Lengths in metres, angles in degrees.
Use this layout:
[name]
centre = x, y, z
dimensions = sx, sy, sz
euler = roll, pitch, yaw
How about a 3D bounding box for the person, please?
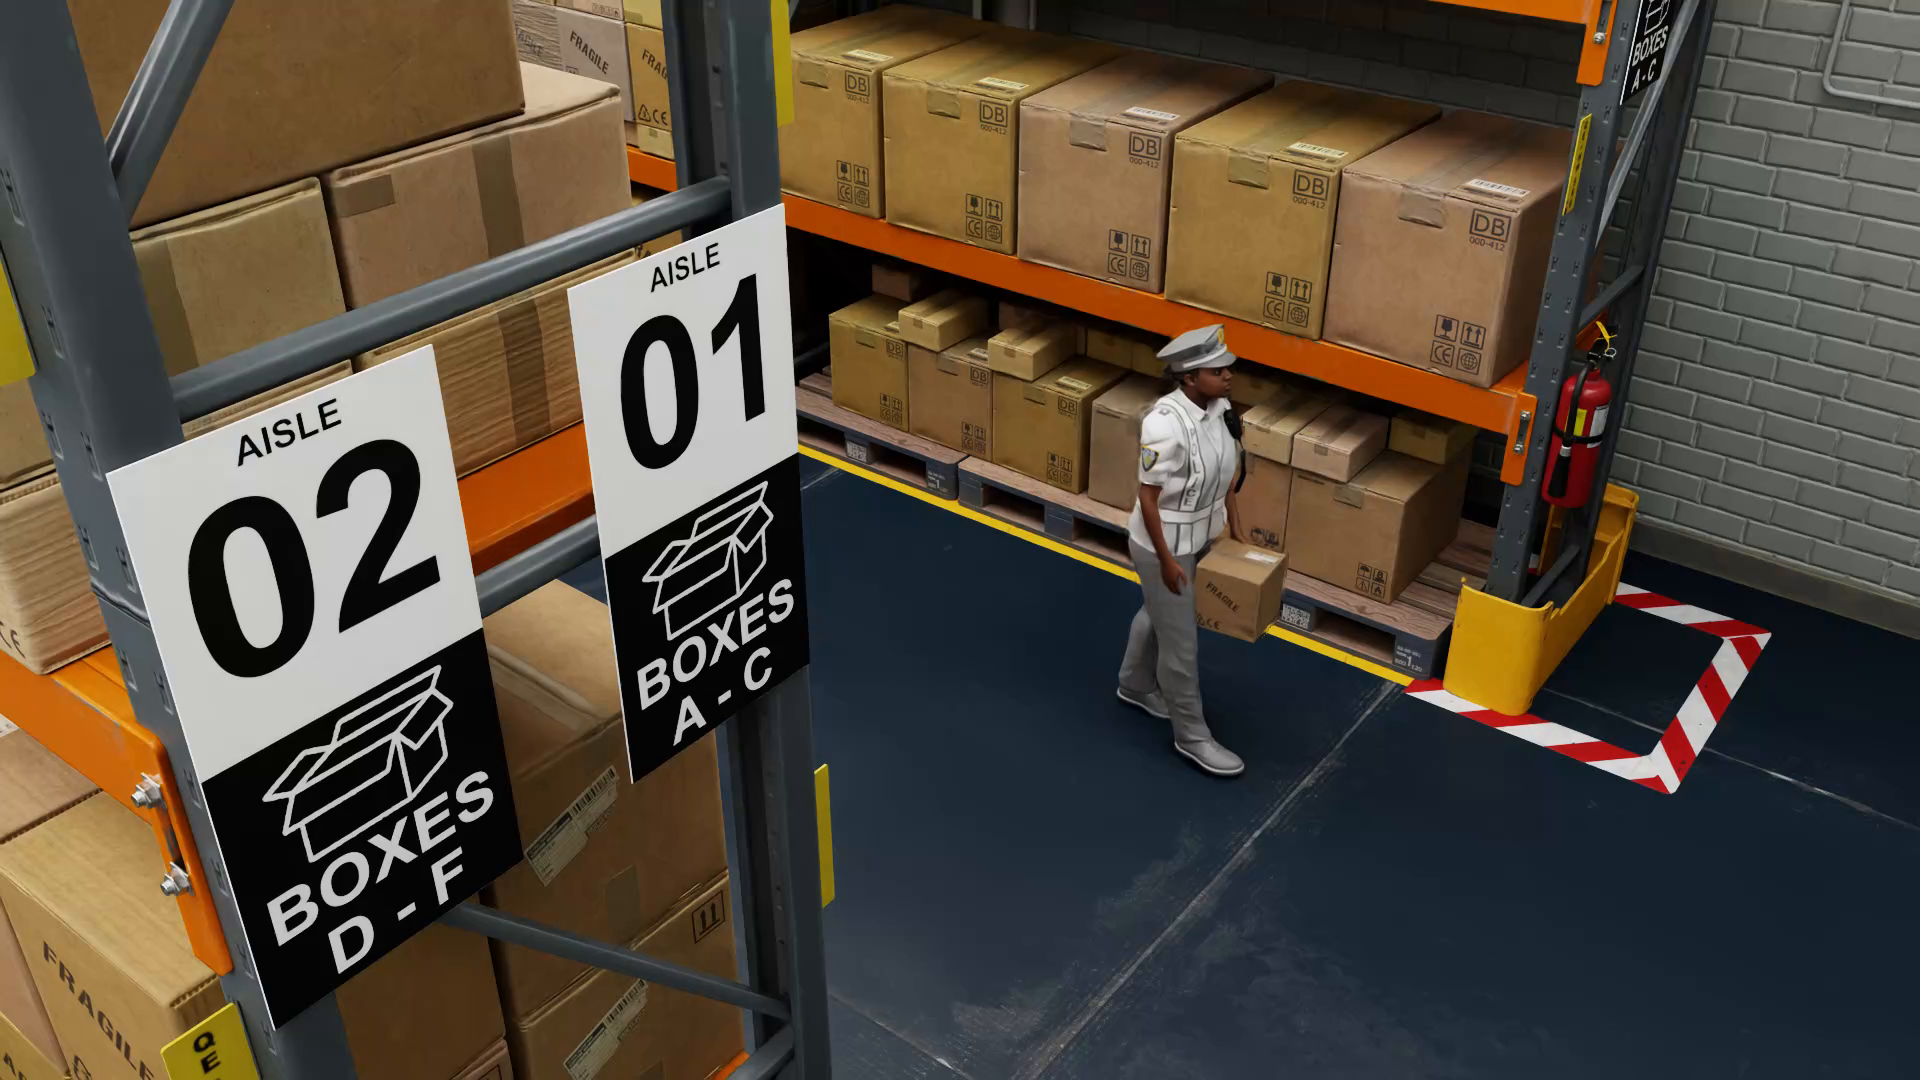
[person]
centre = 0.885, 0.009, 6.064
dimensions = 0.657, 1.689, 0.474
euler = 21, 37, 31
